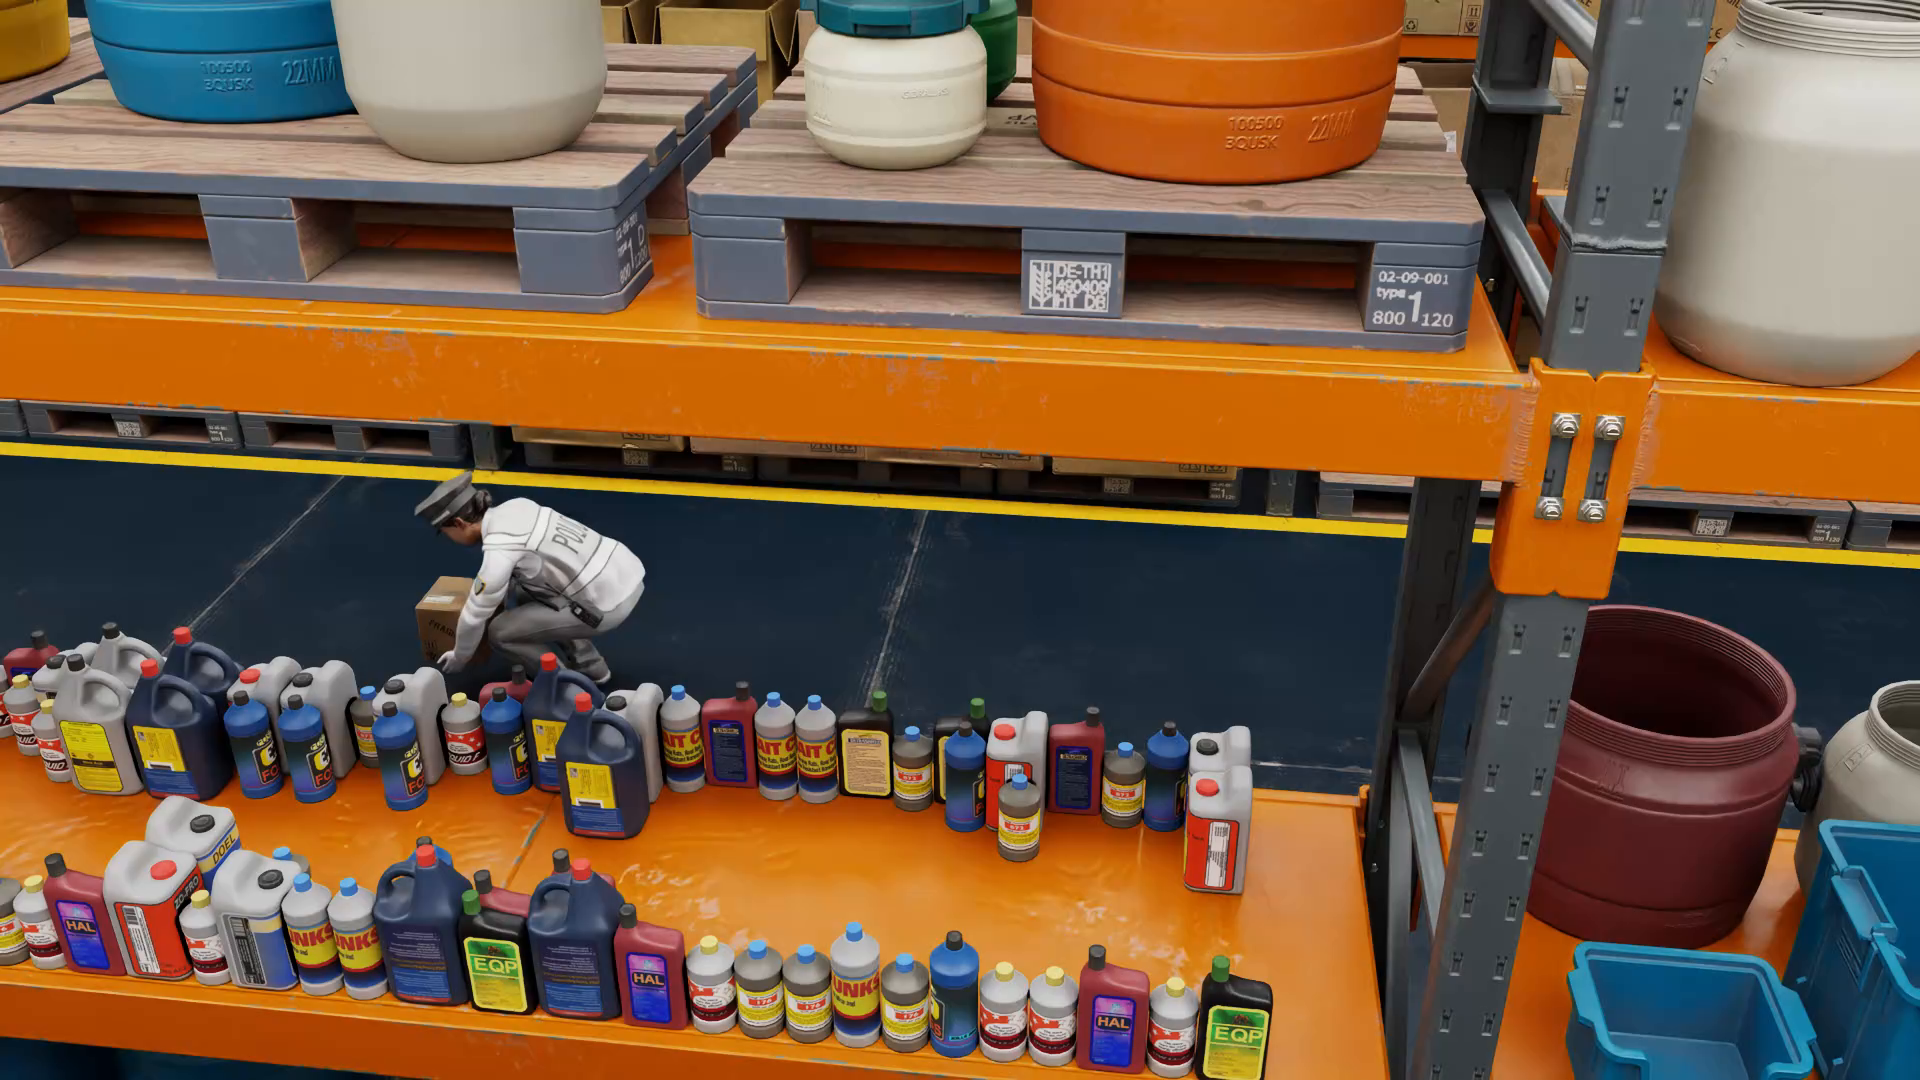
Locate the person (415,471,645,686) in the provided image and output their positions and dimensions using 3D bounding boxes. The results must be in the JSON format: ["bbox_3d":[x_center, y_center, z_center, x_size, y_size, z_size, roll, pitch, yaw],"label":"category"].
[{"bbox_3d":[-1.649,0.202,6.461,0.816,0.995,0.490,3,29,6],"label":"person"}]
